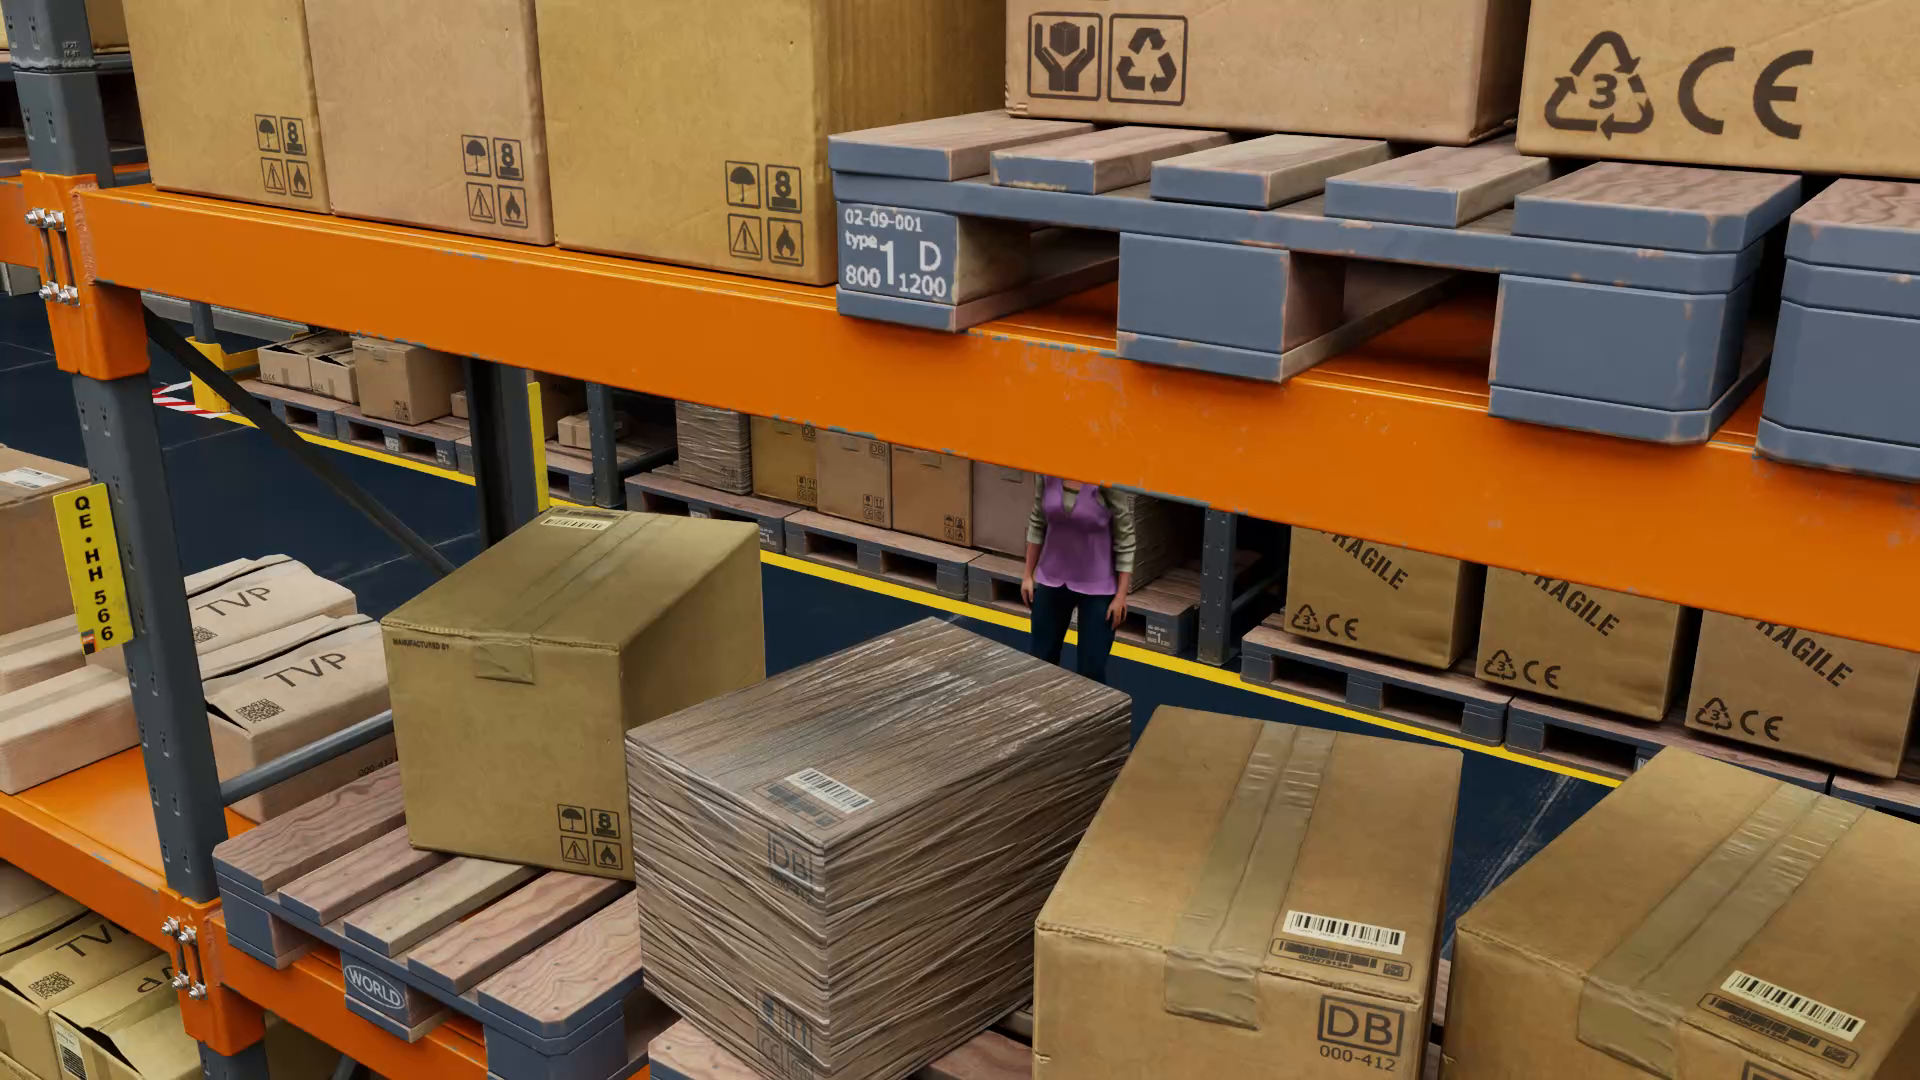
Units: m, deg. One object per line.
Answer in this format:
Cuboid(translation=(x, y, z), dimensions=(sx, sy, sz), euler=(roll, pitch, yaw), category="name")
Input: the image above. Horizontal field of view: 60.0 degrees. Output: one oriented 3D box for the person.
Cuboid(translation=(0.454, 0.204, 6.552), dimensions=(0.477, 1.580, 0.345), euler=(12, 23, 29), category="person")
